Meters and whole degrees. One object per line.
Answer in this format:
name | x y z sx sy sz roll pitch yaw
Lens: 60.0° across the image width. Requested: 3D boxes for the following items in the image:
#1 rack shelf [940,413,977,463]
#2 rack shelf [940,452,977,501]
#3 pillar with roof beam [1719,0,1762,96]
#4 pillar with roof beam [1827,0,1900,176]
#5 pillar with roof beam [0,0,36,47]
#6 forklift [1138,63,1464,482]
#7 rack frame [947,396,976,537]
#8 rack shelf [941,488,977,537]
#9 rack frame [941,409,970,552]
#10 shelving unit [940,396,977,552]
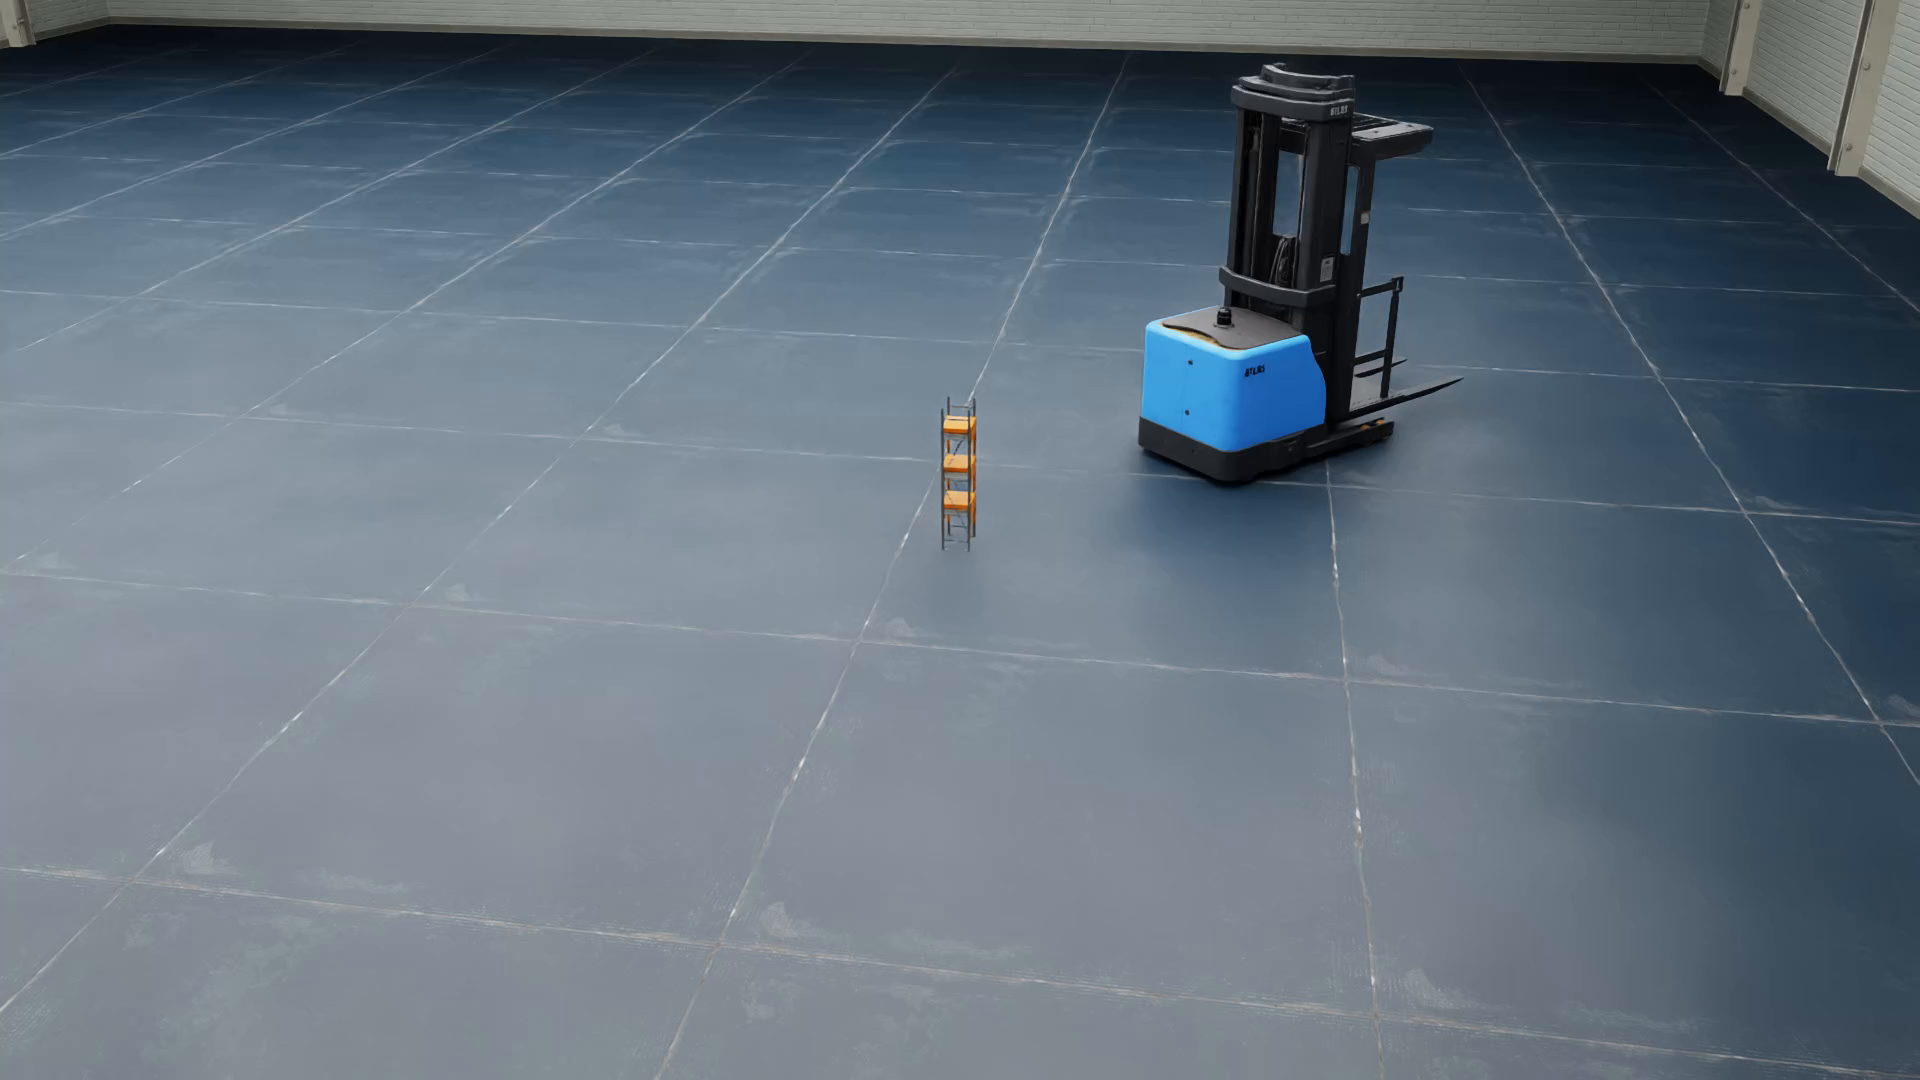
rack shelf | -0.009 -0.701 11.408 0.215 0.259 0.240 4 25 9
rack shelf | -0.009 -0.444 11.528 0.215 0.259 0.240 4 25 9
pillar with roof beam | 8.593 -11.813 26.418 9.100 9.000 0.400 4 25 9
pillar with roof beam | 7.613 -9.304 21.057 9.100 9.000 0.400 4 25 9
pillar with roof beam | -13.989 -13.399 29.806 9.100 9.000 0.400 4 25 9
forklift | 2.907 -2.250 13.143 3.031 2.935 1.130 -18 30 -33
rack frame | 0.011 -0.504 11.633 0.200 1.050 0.008 4 25 9
rack shelf | -0.009 -0.192 11.646 0.215 0.259 0.240 4 25 9
rack frame | -0.029 -0.402 11.415 0.200 1.050 0.008 4 25 9
shelving unit | -0.009 -0.453 11.524 0.215 1.050 0.252 4 25 9
